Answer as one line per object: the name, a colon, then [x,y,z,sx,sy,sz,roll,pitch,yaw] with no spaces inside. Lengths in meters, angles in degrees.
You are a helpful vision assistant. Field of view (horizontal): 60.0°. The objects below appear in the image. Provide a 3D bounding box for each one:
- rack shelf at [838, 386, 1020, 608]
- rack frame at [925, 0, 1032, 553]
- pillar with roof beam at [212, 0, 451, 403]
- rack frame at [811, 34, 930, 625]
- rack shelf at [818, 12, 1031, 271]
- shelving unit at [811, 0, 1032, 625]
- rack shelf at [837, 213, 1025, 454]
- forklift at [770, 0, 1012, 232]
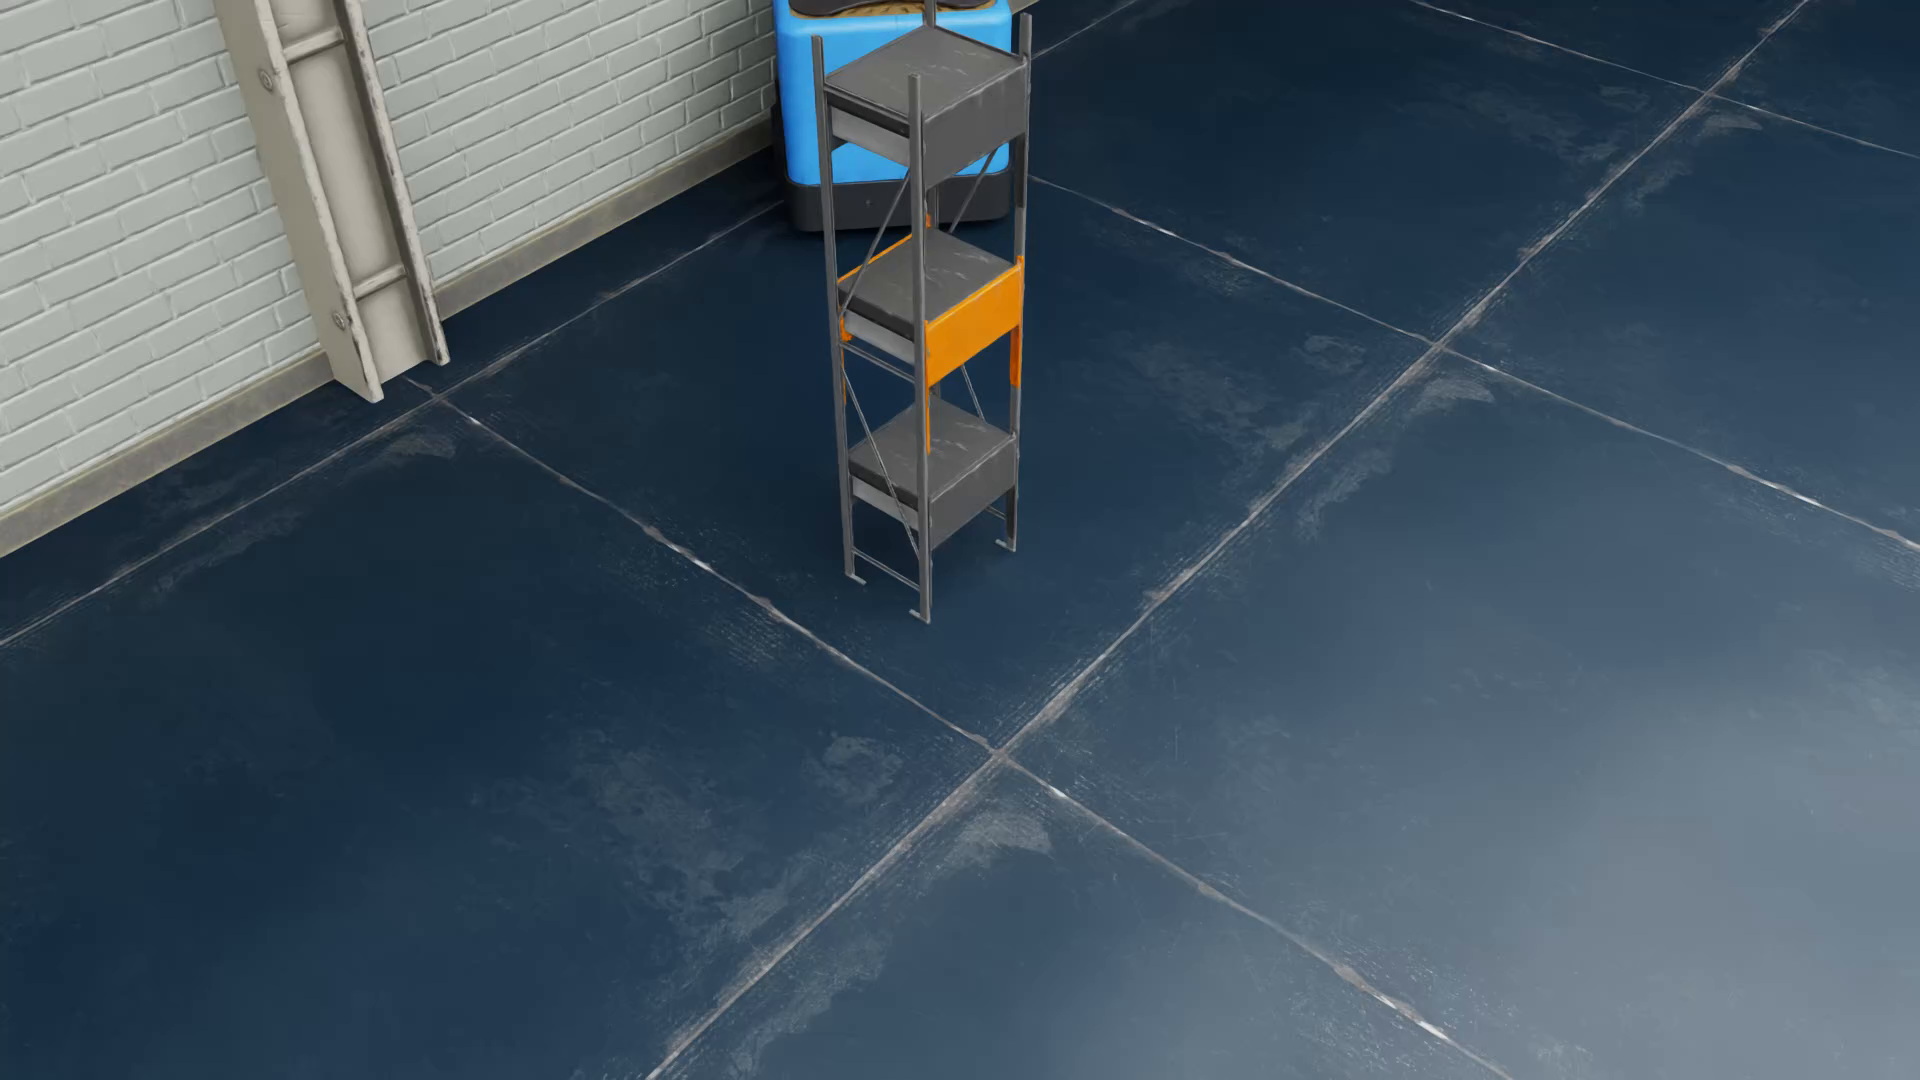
rack shelf: [-0.107,-0.164,5.930,0.431,0.518,0.480,29,50,28]
rack frame: [0.050,-0.817,5.588,0.400,2.100,0.015,29,50,28]
pillar with roof beam: [0.882,-2.196,1.976,9.100,9.000,0.400,29,50,28]
rack frame: [-0.264,-0.566,5.312,0.400,2.100,0.015,29,50,28]
rack shelf: [-0.107,-1.199,4.988,0.431,0.518,0.480,29,50,28]
shelving unit: [-0.107,-0.692,5.450,0.431,2.100,0.503,29,50,28]
rack shelf: [-0.107,-0.682,5.459,0.431,0.518,0.480,29,50,28]
forklift: [-0.459,-3.507,7.929,1.130,2.935,3.031,-5,43,-5]
